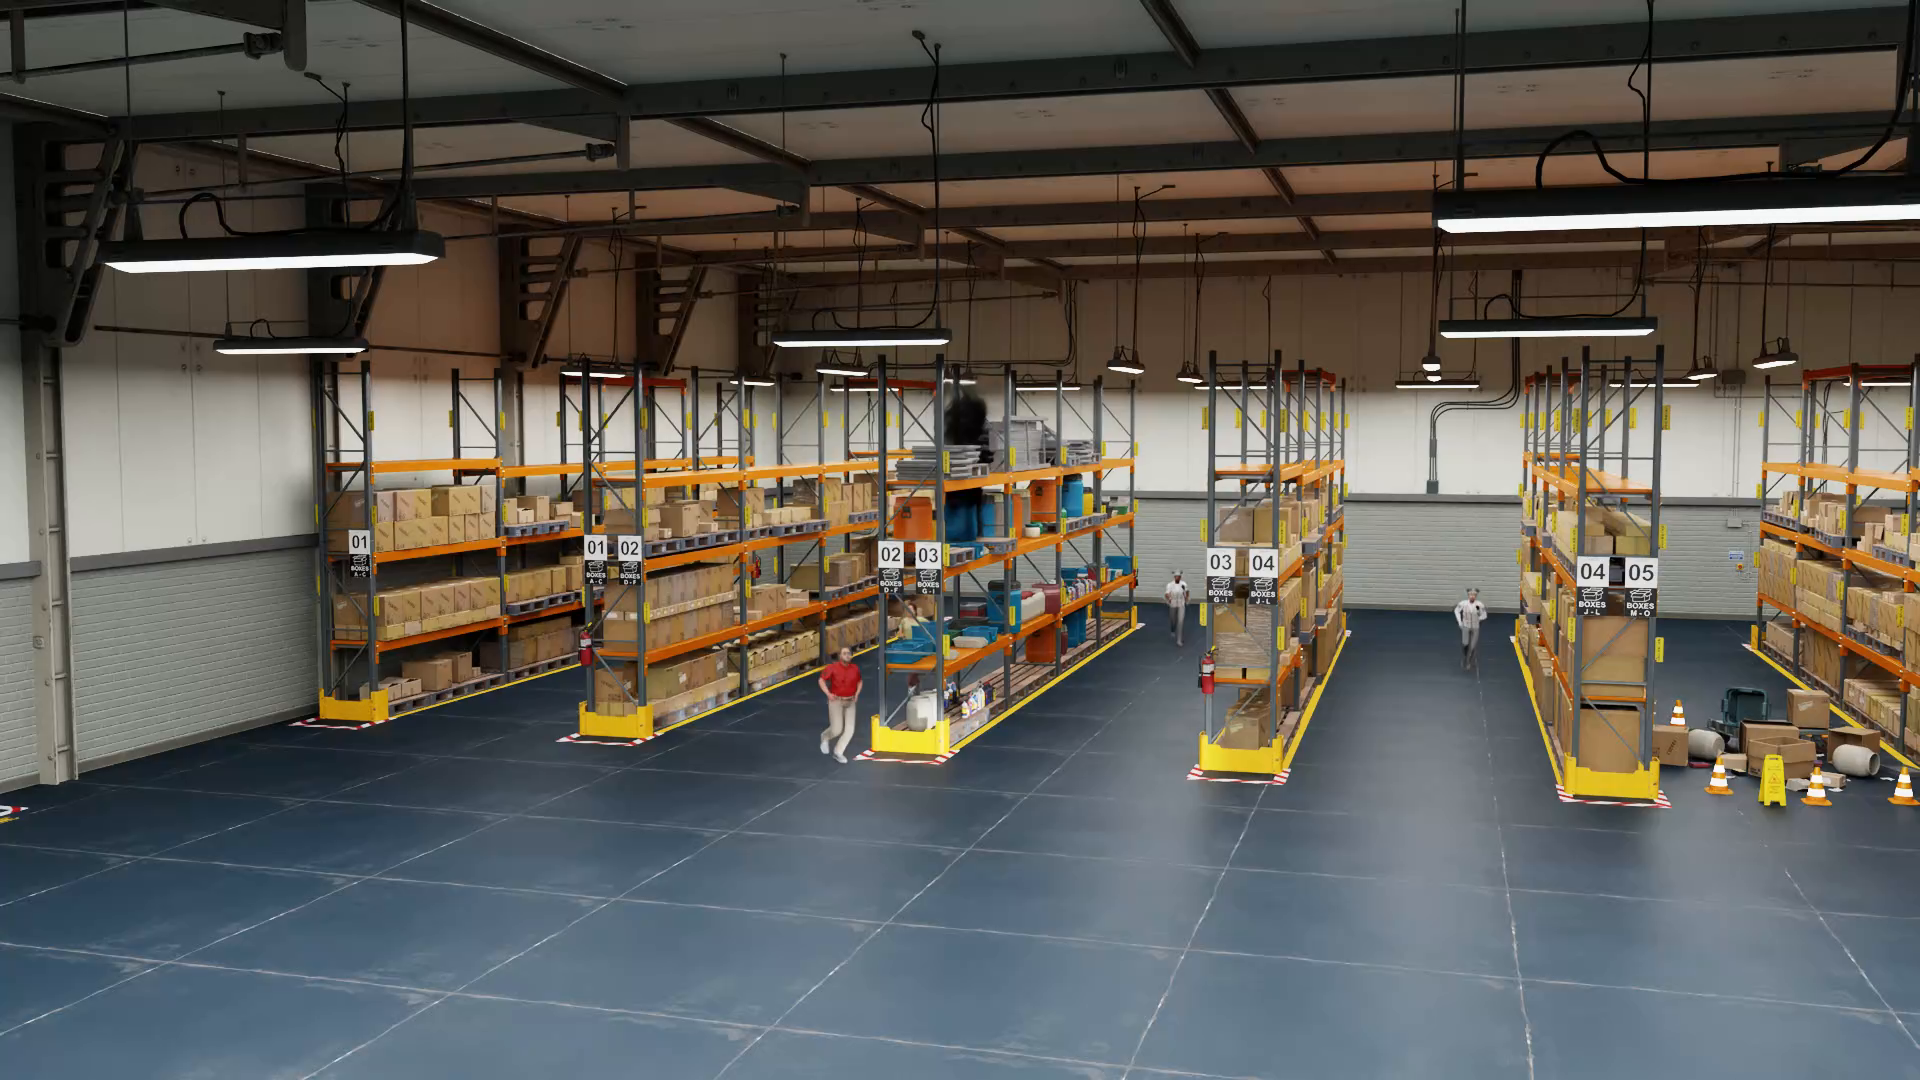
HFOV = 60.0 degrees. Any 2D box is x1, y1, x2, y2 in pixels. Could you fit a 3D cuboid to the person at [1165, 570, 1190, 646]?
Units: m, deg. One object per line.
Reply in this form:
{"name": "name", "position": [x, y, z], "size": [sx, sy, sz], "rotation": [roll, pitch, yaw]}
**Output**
{"name": "person", "position": [4.875, 1.499, 37.432], "size": [0.543, 1.690, 0.876], "rotation": [0, 4, 4]}

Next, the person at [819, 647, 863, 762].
{"name": "person", "position": [-1.744, 2.417, 24.605], "size": [0.689, 1.683, 0.566], "rotation": [-2, 5, -27]}

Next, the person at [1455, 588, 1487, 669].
{"name": "person", "position": [10.267, 1.773, 33.407], "size": [0.606, 1.656, 0.657], "rotation": [1, 4, 12]}

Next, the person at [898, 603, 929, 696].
{"name": "person", "position": [-0.863, 2.008, 30.624], "size": [0.579, 1.685, 0.720], "rotation": [2, 4, 22]}
